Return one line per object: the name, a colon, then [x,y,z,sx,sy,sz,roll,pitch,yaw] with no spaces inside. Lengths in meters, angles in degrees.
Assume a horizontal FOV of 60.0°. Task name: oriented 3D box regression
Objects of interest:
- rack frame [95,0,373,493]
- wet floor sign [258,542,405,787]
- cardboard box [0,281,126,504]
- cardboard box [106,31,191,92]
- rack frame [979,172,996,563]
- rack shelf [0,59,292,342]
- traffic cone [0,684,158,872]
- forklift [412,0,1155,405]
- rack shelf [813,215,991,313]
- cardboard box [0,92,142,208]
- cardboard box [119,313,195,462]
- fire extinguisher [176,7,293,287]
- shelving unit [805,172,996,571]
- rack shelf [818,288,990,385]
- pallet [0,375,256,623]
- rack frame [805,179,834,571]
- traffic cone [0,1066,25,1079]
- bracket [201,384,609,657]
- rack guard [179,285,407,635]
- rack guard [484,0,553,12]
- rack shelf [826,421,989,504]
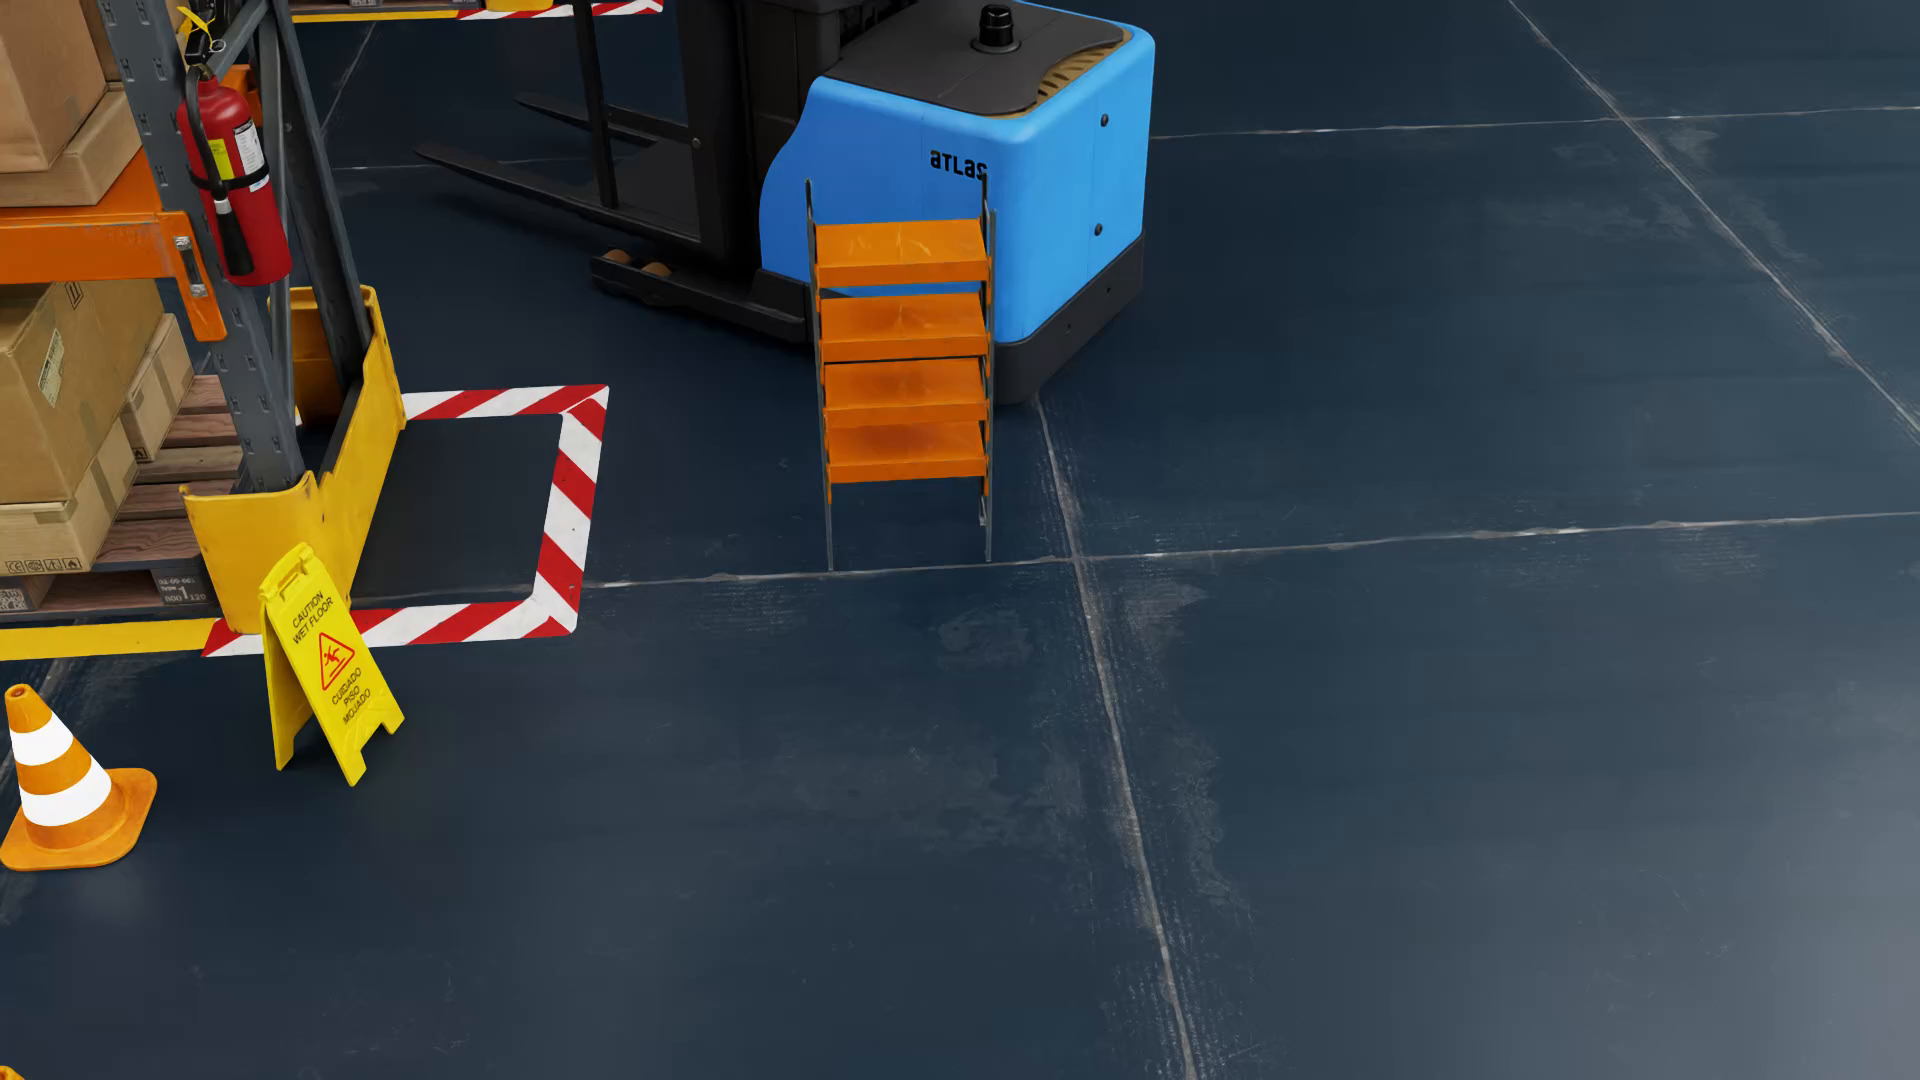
rack frame: [-1.972,-1.269,4.436,0.127,3.000,1.000,-3,38,-4]
wet floor sign: [-1.688,0.305,4.342,0.232,0.644,0.267,9,39,12]
cardboard box: [-2.747,-0.444,4.666,0.500,0.500,0.500,-3,38,-4]
cardboard box: [-2.329,-1.279,4.652,0.250,0.149,0.380,-3,38,-4]
rack frame: [0.078,-0.475,4.884,0.015,1.200,0.240,-3,38,-4]
rack shelf: [-3.964,-0.877,4.520,4.000,0.370,1.077,-3,38,-4]
traffic cone: [-2.286,0.547,4.184,0.334,0.463,0.336,-3,38,-4]
forklift: [-0.832,-2.300,5.799,3.031,2.935,1.130,21,43,24]
rack shelf: [-0.165,-0.770,4.623,0.480,0.148,0.258,-3,38,-4]
cardboard box: [-2.326,-1.018,4.321,0.250,0.149,0.380,-2,38,-2]
cardboard box: [-2.800,-0.481,5.318,0.500,0.250,0.500,-3,38,-4]
fire extinguisher: [-1.818,-0.960,4.108,0.183,0.674,0.296,-3,38,-4]
shelving unit: [-0.165,-0.462,4.867,0.503,1.200,0.258,-3,38,-4]
rack shelf: [-0.165,-0.585,4.770,0.480,0.148,0.258,-3,38,-4]
pallet: [-2.860,-0.147,5.266,1.213,0.211,1.003,-3,38,-4]
rack frame: [-0.408,-0.449,4.850,0.015,1.200,0.240,-3,38,-4]
traffic cone: [-1.849,1.213,3.339,0.334,0.463,0.336,-3,38,-4]
bracket: [-1.724,-0.110,5.390,1.079,0.001,1.378,-3,38,-4]
rack guard: [-2.048,-0.283,5.205,0.348,0.500,1.175,-3,38,-4]
rack guard: [-2.392,-3.351,9.094,0.348,0.500,1.175,-3,38,-4]
rack shelf: [-0.165,-0.253,5.032,0.480,0.148,0.258,-3,38,-4]
